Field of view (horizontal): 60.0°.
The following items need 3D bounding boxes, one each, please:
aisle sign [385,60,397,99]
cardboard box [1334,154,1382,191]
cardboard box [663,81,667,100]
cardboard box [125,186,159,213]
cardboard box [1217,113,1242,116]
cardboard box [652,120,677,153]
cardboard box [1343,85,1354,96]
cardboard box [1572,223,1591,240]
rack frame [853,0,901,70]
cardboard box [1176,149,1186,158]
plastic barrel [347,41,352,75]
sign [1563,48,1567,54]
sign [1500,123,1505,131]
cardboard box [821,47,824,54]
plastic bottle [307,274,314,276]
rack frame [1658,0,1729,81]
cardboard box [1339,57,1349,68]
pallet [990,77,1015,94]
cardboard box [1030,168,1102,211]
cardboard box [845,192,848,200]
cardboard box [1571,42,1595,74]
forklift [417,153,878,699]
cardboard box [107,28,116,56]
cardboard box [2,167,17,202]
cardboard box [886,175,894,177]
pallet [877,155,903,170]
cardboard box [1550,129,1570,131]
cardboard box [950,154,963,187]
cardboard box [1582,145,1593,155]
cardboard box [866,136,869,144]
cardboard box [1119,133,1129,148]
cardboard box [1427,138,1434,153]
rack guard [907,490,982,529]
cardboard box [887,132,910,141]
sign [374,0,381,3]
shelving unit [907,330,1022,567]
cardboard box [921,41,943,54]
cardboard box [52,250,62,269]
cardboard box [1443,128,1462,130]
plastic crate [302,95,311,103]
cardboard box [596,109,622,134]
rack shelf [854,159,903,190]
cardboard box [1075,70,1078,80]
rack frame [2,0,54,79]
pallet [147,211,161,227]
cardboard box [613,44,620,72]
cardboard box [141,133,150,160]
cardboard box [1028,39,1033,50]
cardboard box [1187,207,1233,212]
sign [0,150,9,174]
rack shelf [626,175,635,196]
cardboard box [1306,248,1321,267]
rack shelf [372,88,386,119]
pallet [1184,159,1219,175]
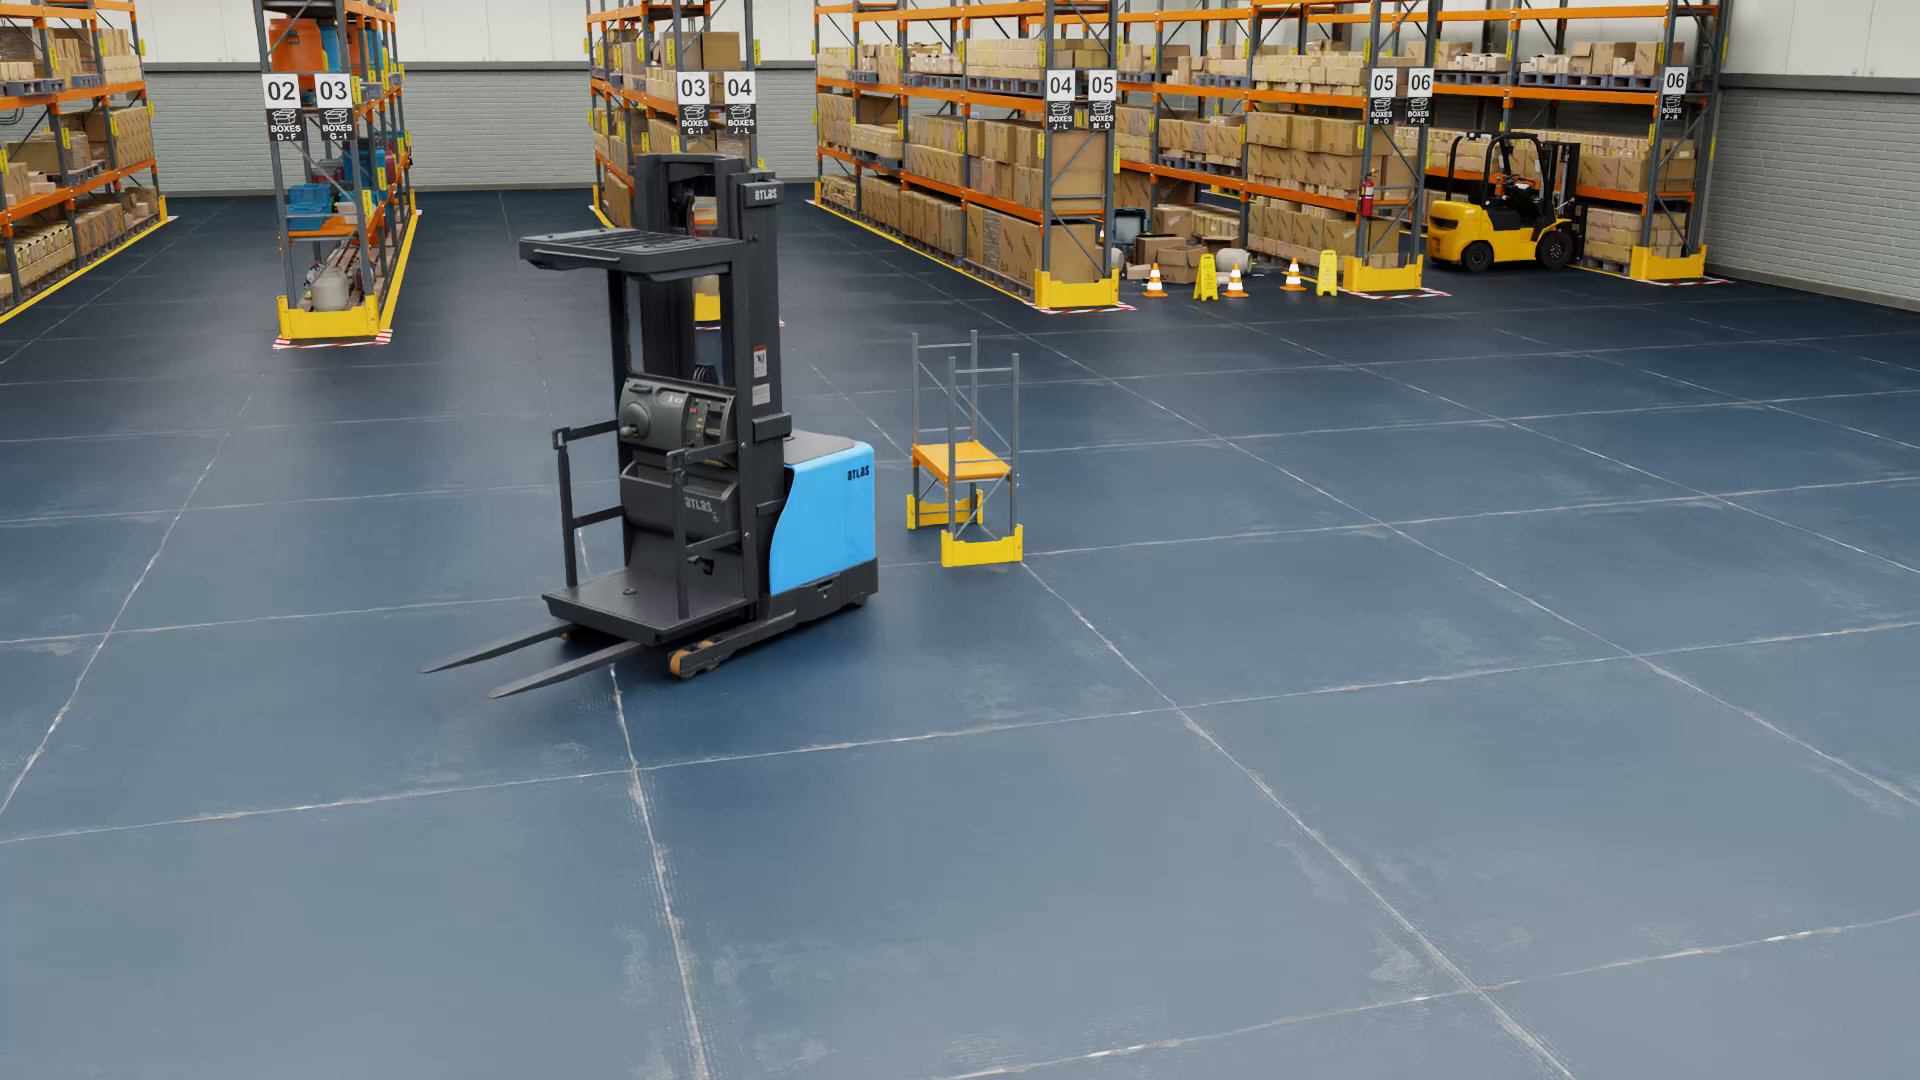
[{"bbox_3d":[-12.053,-9.737,35.135,0.394,0.787,0.004,-5,17,-15],"label":"aisle sign"},{"bbox_3d":[5.959,-5.517,24.914,0.500,0.500,0.500,-5,17,-16],"label":"cardboard box"},{"bbox_3d":[-3.805,-6.173,22.836,0.500,0.250,0.500,-4,17,-14],"label":"cardboard box"},{"bbox_3d":[-16.692,-6.941,33.926,0.500,0.500,0.500,-5,17,-15],"label":"cardboard box"},{"bbox_3d":[4.896,-7.683,30.268,0.380,0.149,0.250,-6,18,-18],"label":"cardboard box"},{"bbox_3d":[-4.236,-5.908,24.477,0.500,0.500,0.500,-5,17,-15],"label":"cardboard box"},{"bbox_3d":[5.906,-6.658,24.624,0.380,0.149,0.250,-5,17,-15],"label":"cardboard box"},{"bbox_3d":[10.421,-5.106,27.418,0.500,0.250,0.500,-5,17,-17],"label":"cardboard box"},{"bbox_3d":[-1.656,-10.972,33.335,1.000,3.000,0.127,-5,17,-15],"label":"rack frame"},{"bbox_3d":[4.217,-7.150,30.746,0.380,0.149,0.250,-5,17,-15],"label":"cardboard box"},{"bbox_3d":[-10.099,-7.669,26.682,0.600,0.901,0.600,0,17,0],"label":"plastic barrel"},{"bbox_3d":[10.579,-8.465,29.168,0.100,0.325,0.005,-5,17,-15],"label":"sign"},{"bbox_3d":[9.526,-7.169,29.230,0.100,0.325,0.005,-5,17,-15],"label":"sign"},{"bbox_3d":[-2.828,-10.740,36.476,0.380,0.149,0.250,-5,17,-15],"label":"cardboard box"},{"bbox_3d":[-8.925,-3.513,22.904,0.152,0.276,0.135,-5,17,-17],"label":"plastic bottle"},{"bbox_3d":[11.145,-8.465,24.991,1.000,3.000,0.127,-5,17,-15],"label":"rack frame"},{"bbox_3d":[5.875,-7.110,24.745,0.380,0.149,0.250,-5,17,-16],"label":"cardboard box"},{"bbox_3d":[1.089,-6.716,24.535,1.003,0.211,1.213,-5,17,-15],"label":"pallet"},{"bbox_3d":[1.496,-4.950,23.456,0.875,0.550,0.550,-5,17,-15],"label":"cardboard box"},{"bbox_3d":[-2.225,-7.285,35.200,0.380,0.149,0.250,-5,18,-17],"label":"cardboard box"},{"bbox_3d":[10.480,-7.886,27.195,0.797,0.503,0.637,-4,17,-13],"label":"cardboard box"},{"bbox_3d":[-1.841,-0.751,9.857,1.130,2.935,3.031,12,21,36],"label":"forklift"},{"bbox_3d":[-16.294,-9.334,31.187,0.700,0.500,0.500,-5,17,-15],"label":"cardboard box"},{"bbox_3d":[-14.120,-5.147,24.197,0.500,0.500,0.500,-3,17,-11],"label":"cardboard box"},{"bbox_3d":[-1.208,-7.276,33.770,0.500,0.250,0.500,-5,17,-17],"label":"cardboard box"},{"bbox_3d":[-0.855,-7.089,31.171,1.213,0.211,1.003,-5,17,-15],"label":"pallet"},{"bbox_3d":[10.453,-7.062,28.930,0.380,0.149,0.250,-5,17,-17],"label":"cardboard box"},{"bbox_3d":[0.142,-6.057,27.227,0.500,0.500,0.500,-5,17,-16],"label":"cardboard box"},{"bbox_3d":[10.404,-6.377,27.167,0.380,0.149,0.250,-5,17,-15],"label":"cardboard box"},{"bbox_3d":[-1.625,-7.814,32.441,0.380,0.149,0.250,-5,17,-16],"label":"cardboard box"},{"bbox_3d":[3.493,-7.974,33.177,0.500,0.250,0.500,-5,17,-17],"label":"cardboard box"},{"bbox_3d":[9.096,-7.546,31.749,0.500,0.250,0.500,-5,17,-17],"label":"cardboard box"},{"bbox_3d":[-0.116,-0.236,12.804,0.587,0.250,0.087,-5,17,-15],"label":"rack guard"},{"bbox_3d":[-1.132,-7.457,30.736,0.380,0.149,0.250,-5,18,-17],"label":"cardboard box"},{"bbox_3d":[-9.589,-9.000,27.334,0.100,0.325,0.005,-5,17,-15],"label":"sign"},{"bbox_3d":[0.021,-0.697,12.166,0.587,1.500,1.083,-5,17,-15],"label":"shelving unit"},{"bbox_3d":[-0.545,-9.119,30.879,0.396,0.266,0.258,-5,17,-15],"label":"cardboard box"},{"bbox_3d":[-14.220,-4.322,25.676,0.500,0.250,0.500,-4,17,-14],"label":"cardboard box"},{"bbox_3d":[9.557,-7.887,32.193,0.380,0.149,0.250,-5,17,-16],"label":"cardboard box"},{"bbox_3d":[-8.731,-5.956,21.880,0.392,0.384,0.575,-5,17,-15],"label":"plastic crate"},{"bbox_3d":[-7.394,-8.835,35.091,0.500,0.500,0.500,-5,17,-17],"label":"cardboard box"},{"bbox_3d":[-1.107,-7.201,32.460,1.077,0.370,4.000,-5,17,-15],"label":"rack shelf"},{"bbox_3d":[1.785,-6.535,23.313,0.380,0.149,0.250,-5,17,-15],"label":"cardboard box"},{"bbox_3d":[-14.880,-8.719,25.836,1.000,3.000,0.127,-5,17,-15],"label":"rack frame"},{"bbox_3d":[-16.837,-6.481,33.663,1.003,0.211,1.213,-5,17,-15],"label":"pallet"},{"bbox_3d":[-6.284,-9.260,31.948,0.700,0.500,0.500,-4,17,-14],"label":"cardboard box"},{"bbox_3d":[-16.547,-7.861,33.233,0.500,0.500,0.500,-5,17,-15],"label":"cardboard box"},{"bbox_3d":[1.156,-6.862,23.014,0.380,0.149,0.250,-5,17,-15],"label":"cardboard box"},{"bbox_3d":[4.531,-5.993,31.028,0.950,0.372,0.625,-5,17,-16],"label":"cardboard box"},{"bbox_3d":[-13.247,-5.236,23.027,0.100,0.325,0.005,-5,17,-15],"label":"sign"},{"bbox_3d":[-4.804,-5.730,27.564,1.077,0.370,4.000,-5,17,-15],"label":"rack shelf"},{"bbox_3d":[5.758,-4.429,26.032,0.500,0.250,0.500,-5,17,-15],"label":"cardboard box"},{"bbox_3d":[-9.566,-6.775,25.829,1.077,0.370,4.000,-5,17,-15],"label":"rack shelf"},{"bbox_3d":[4.758,-6.775,30.126,1.003,0.211,1.213,-5,17,-15],"label":"pallet"}]
